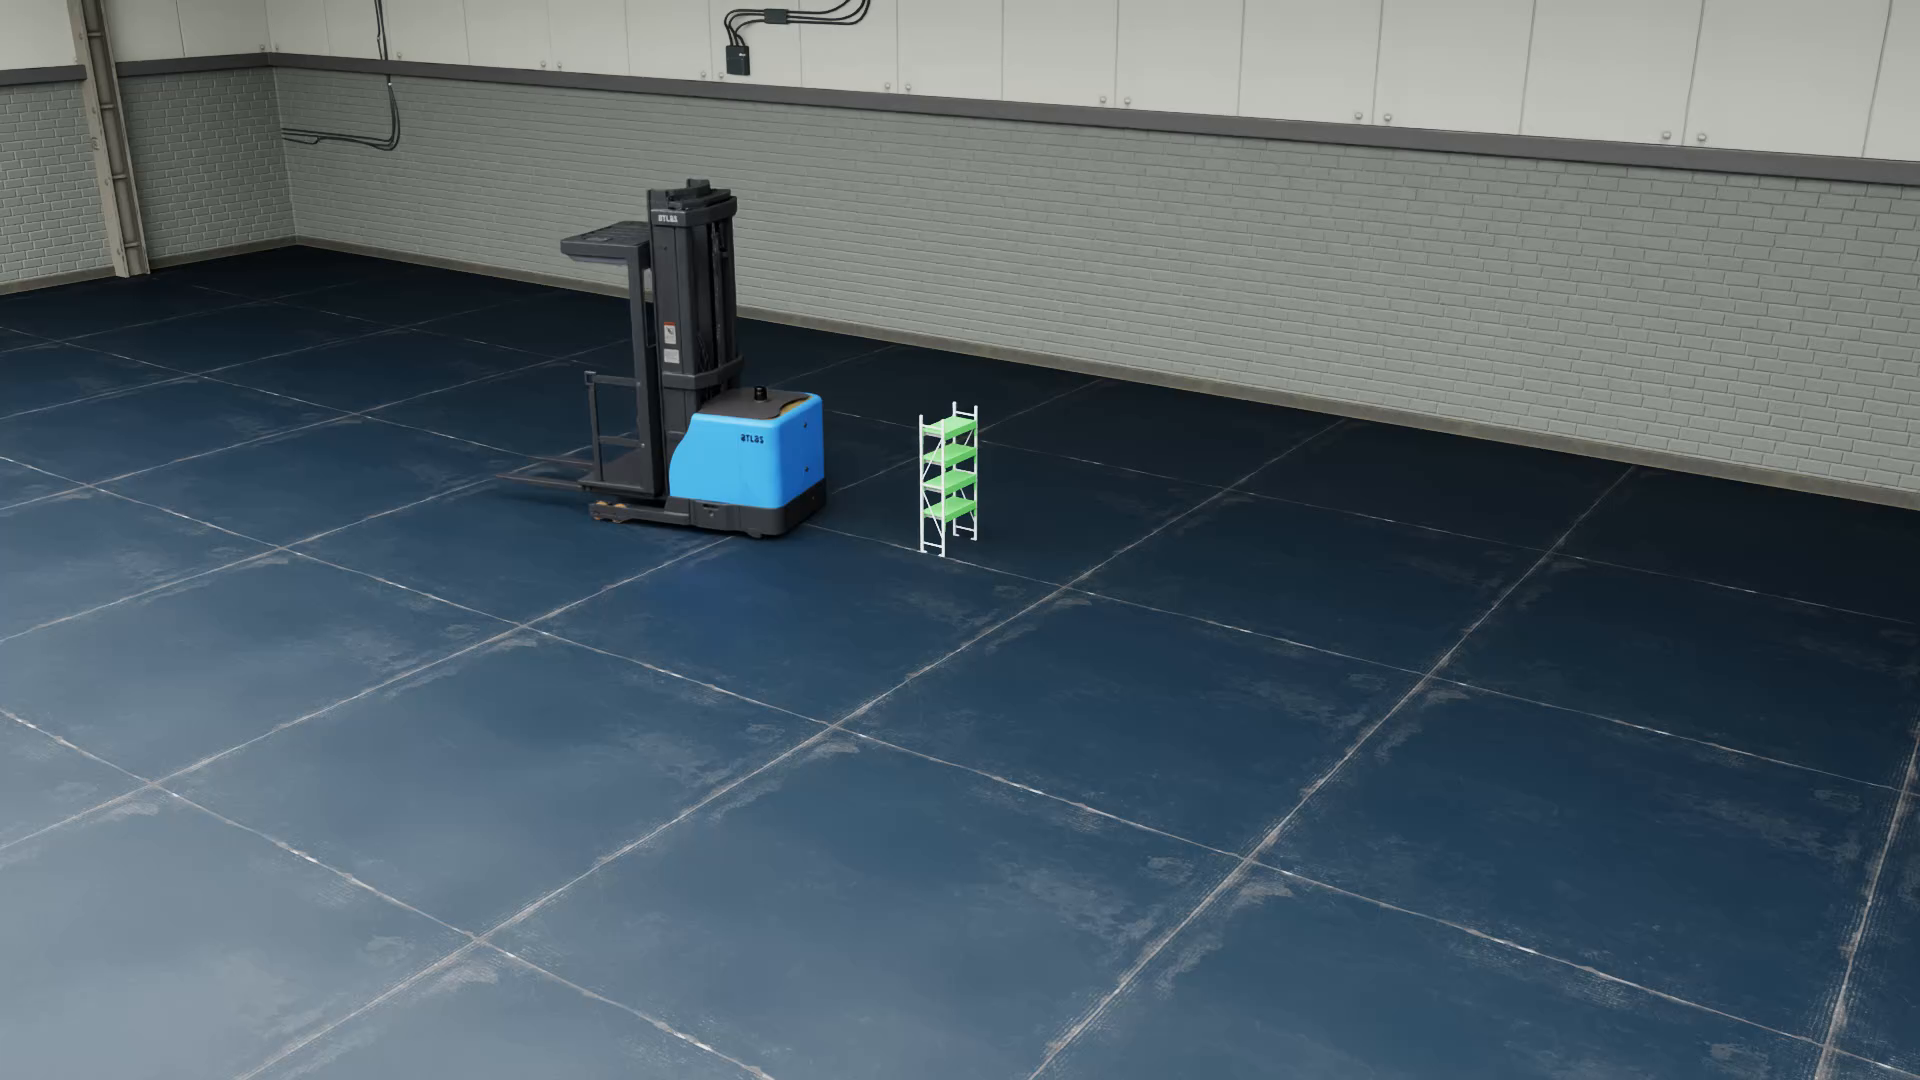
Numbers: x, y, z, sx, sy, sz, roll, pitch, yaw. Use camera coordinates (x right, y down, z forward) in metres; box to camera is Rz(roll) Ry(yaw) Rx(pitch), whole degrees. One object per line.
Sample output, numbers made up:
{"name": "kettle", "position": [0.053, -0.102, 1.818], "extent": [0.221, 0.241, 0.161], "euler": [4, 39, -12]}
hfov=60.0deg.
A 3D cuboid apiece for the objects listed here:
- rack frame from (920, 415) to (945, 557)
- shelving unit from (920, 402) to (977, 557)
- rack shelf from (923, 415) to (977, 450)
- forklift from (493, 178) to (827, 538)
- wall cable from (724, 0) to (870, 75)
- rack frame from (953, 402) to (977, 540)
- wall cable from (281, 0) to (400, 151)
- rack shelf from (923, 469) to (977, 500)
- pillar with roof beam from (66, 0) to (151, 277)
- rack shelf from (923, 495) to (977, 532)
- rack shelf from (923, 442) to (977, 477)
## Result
{"name": "rack frame", "position": [-0.230, -0.445, 13.887], "extent": [0.240, 1.200, 0.015], "euler": [13, 24, 32]}
{"name": "shelving unit", "position": [-0.093, -0.515, 14.076], "extent": [0.258, 1.200, 0.503], "euler": [13, 24, 32]}
{"name": "rack shelf", "position": [-0.093, -0.906, 13.931], "extent": [0.258, 0.148, 0.480], "euler": [13, 24, 32]}
{"name": "forklift", "position": [-2.786, -1.690, 14.755], "extent": [3.031, 2.935, 1.130], "euler": [7, 22, 19]}
{"name": "wall cable", "position": [-2.031, -8.602, 19.796], "extent": [2.305, 6.003, 0.169], "euler": [13, 24, 32]}
{"name": "rack frame", "position": [0.044, -0.585, 14.265], "extent": [0.240, 1.200, 0.015], "euler": [13, 24, 32]}
{"name": "wall cable", "position": [-9.873, -7.407, 25.942], "extent": [3.097, 2.526, 0.112], "euler": [13, 24, 32]}
{"name": "rack shelf", "position": [-0.093, -0.455, 14.098], "extent": [0.258, 0.148, 0.480], "euler": [13, 24, 32]}
{"name": "pillar with roof beam", "position": [-9.062, -7.436, 21.545], "extent": [9.100, 9.000, 0.400], "euler": [13, 24, 32]}
{"name": "rack shelf", "position": [-0.093, -0.230, 14.181], "extent": [0.258, 0.148, 0.480], "euler": [13, 24, 32]}
{"name": "rack shelf", "position": [-0.093, -0.680, 14.015], "extent": [0.258, 0.148, 0.480], "euler": [13, 24, 32]}
